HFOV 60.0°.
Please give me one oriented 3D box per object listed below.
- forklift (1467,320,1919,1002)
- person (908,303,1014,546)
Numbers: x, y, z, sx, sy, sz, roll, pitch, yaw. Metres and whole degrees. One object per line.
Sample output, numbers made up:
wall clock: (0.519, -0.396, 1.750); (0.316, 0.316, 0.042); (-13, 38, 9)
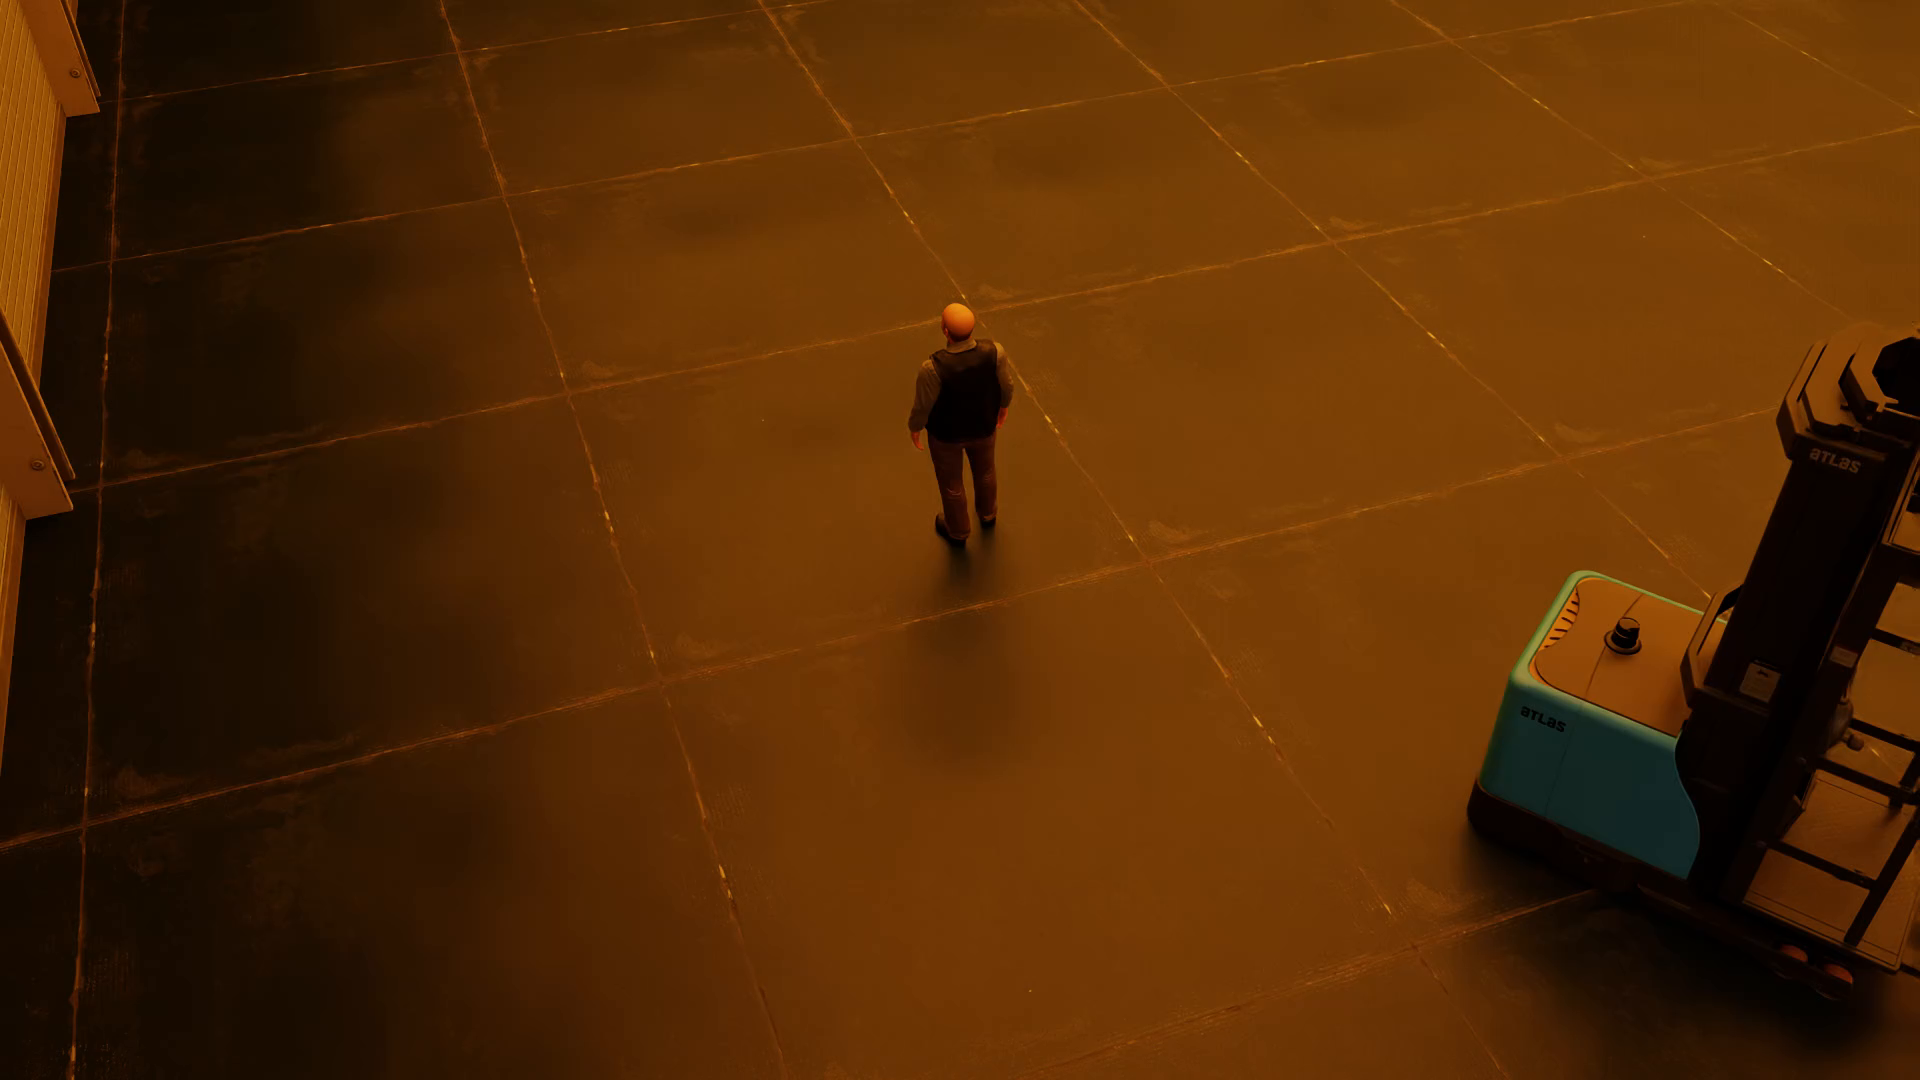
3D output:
forklift: (4.099, 0.619, 7.259); (3.031, 2.935, 1.130); (24, 45, 26)
person: (-0.015, -0.705, 9.765); (0.634, 1.722, 0.566); (-13, 42, -15)
